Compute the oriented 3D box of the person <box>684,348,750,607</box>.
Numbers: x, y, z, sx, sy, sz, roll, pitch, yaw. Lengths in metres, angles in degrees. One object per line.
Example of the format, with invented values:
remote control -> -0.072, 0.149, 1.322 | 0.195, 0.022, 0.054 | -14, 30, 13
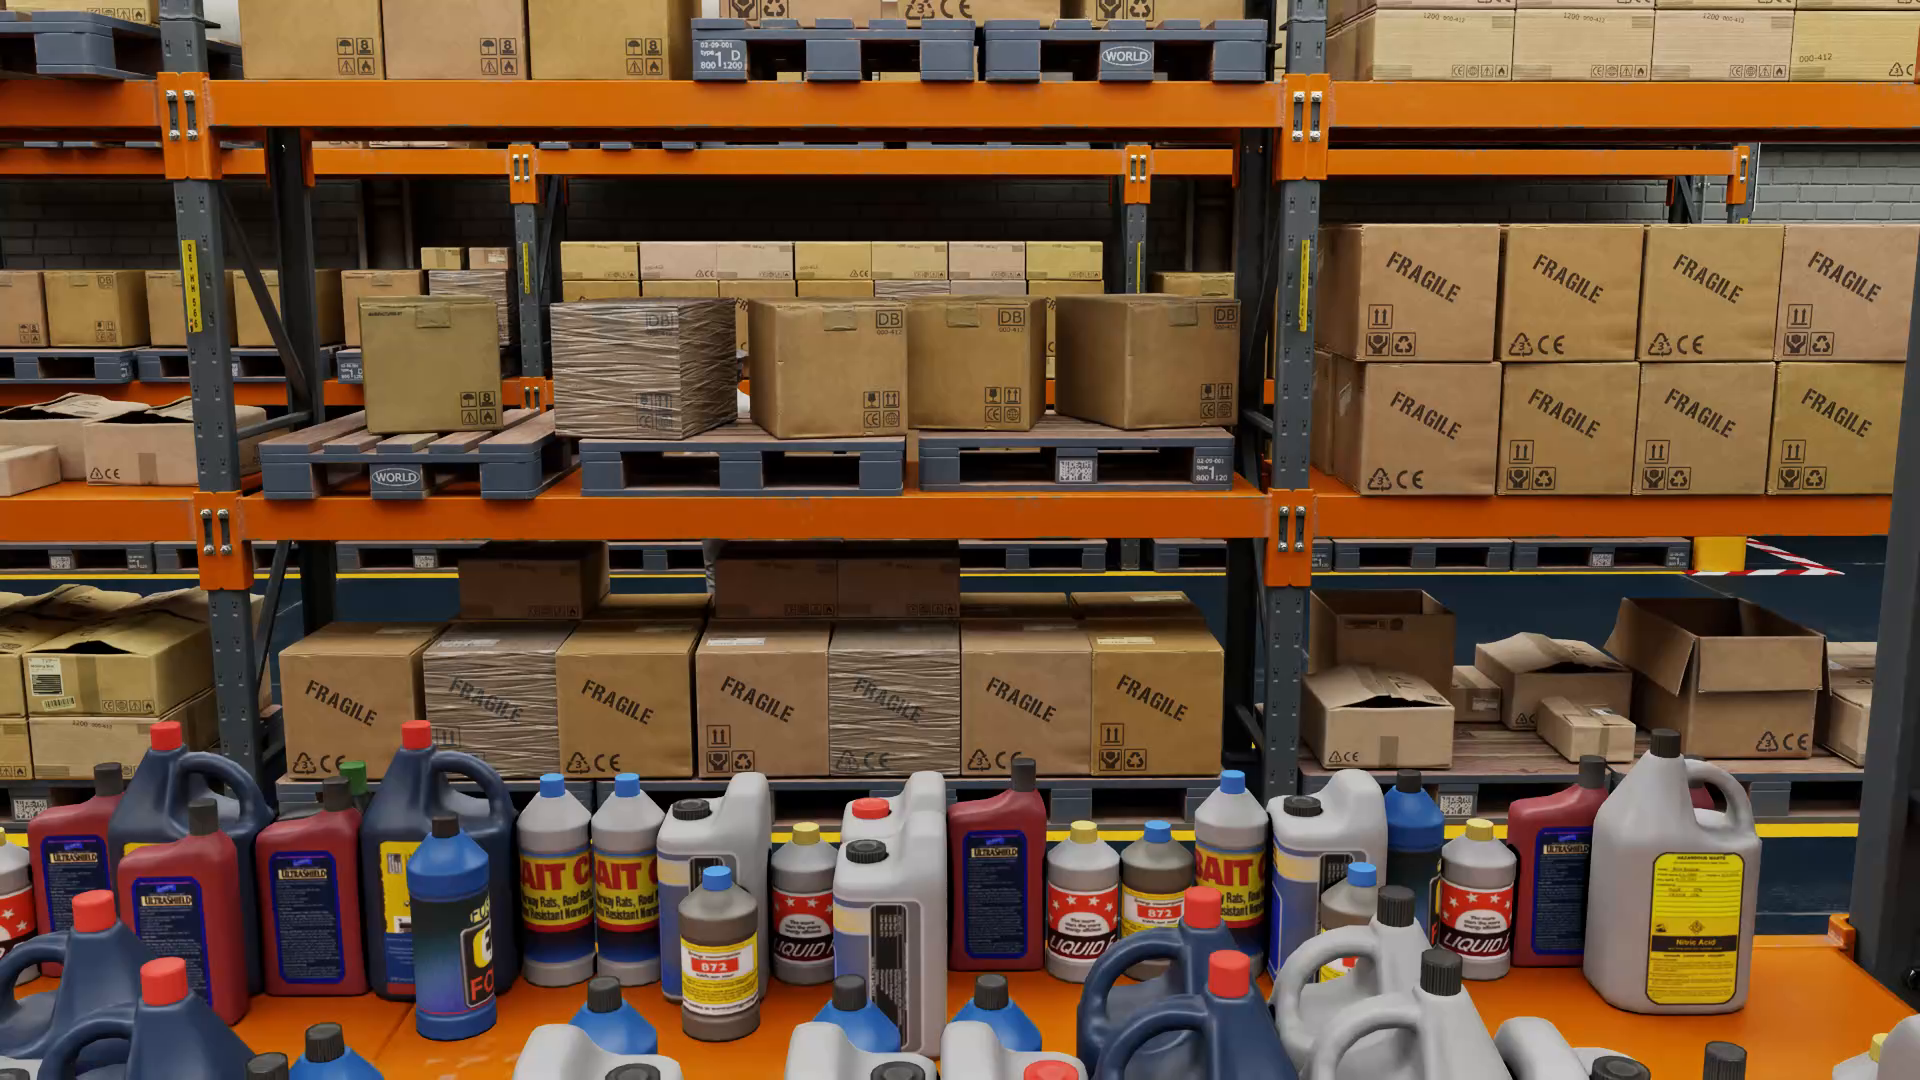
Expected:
person -> -1.219, -0.191, 8.934 | 0.547, 1.667, 0.370 | -1, 11, -4
